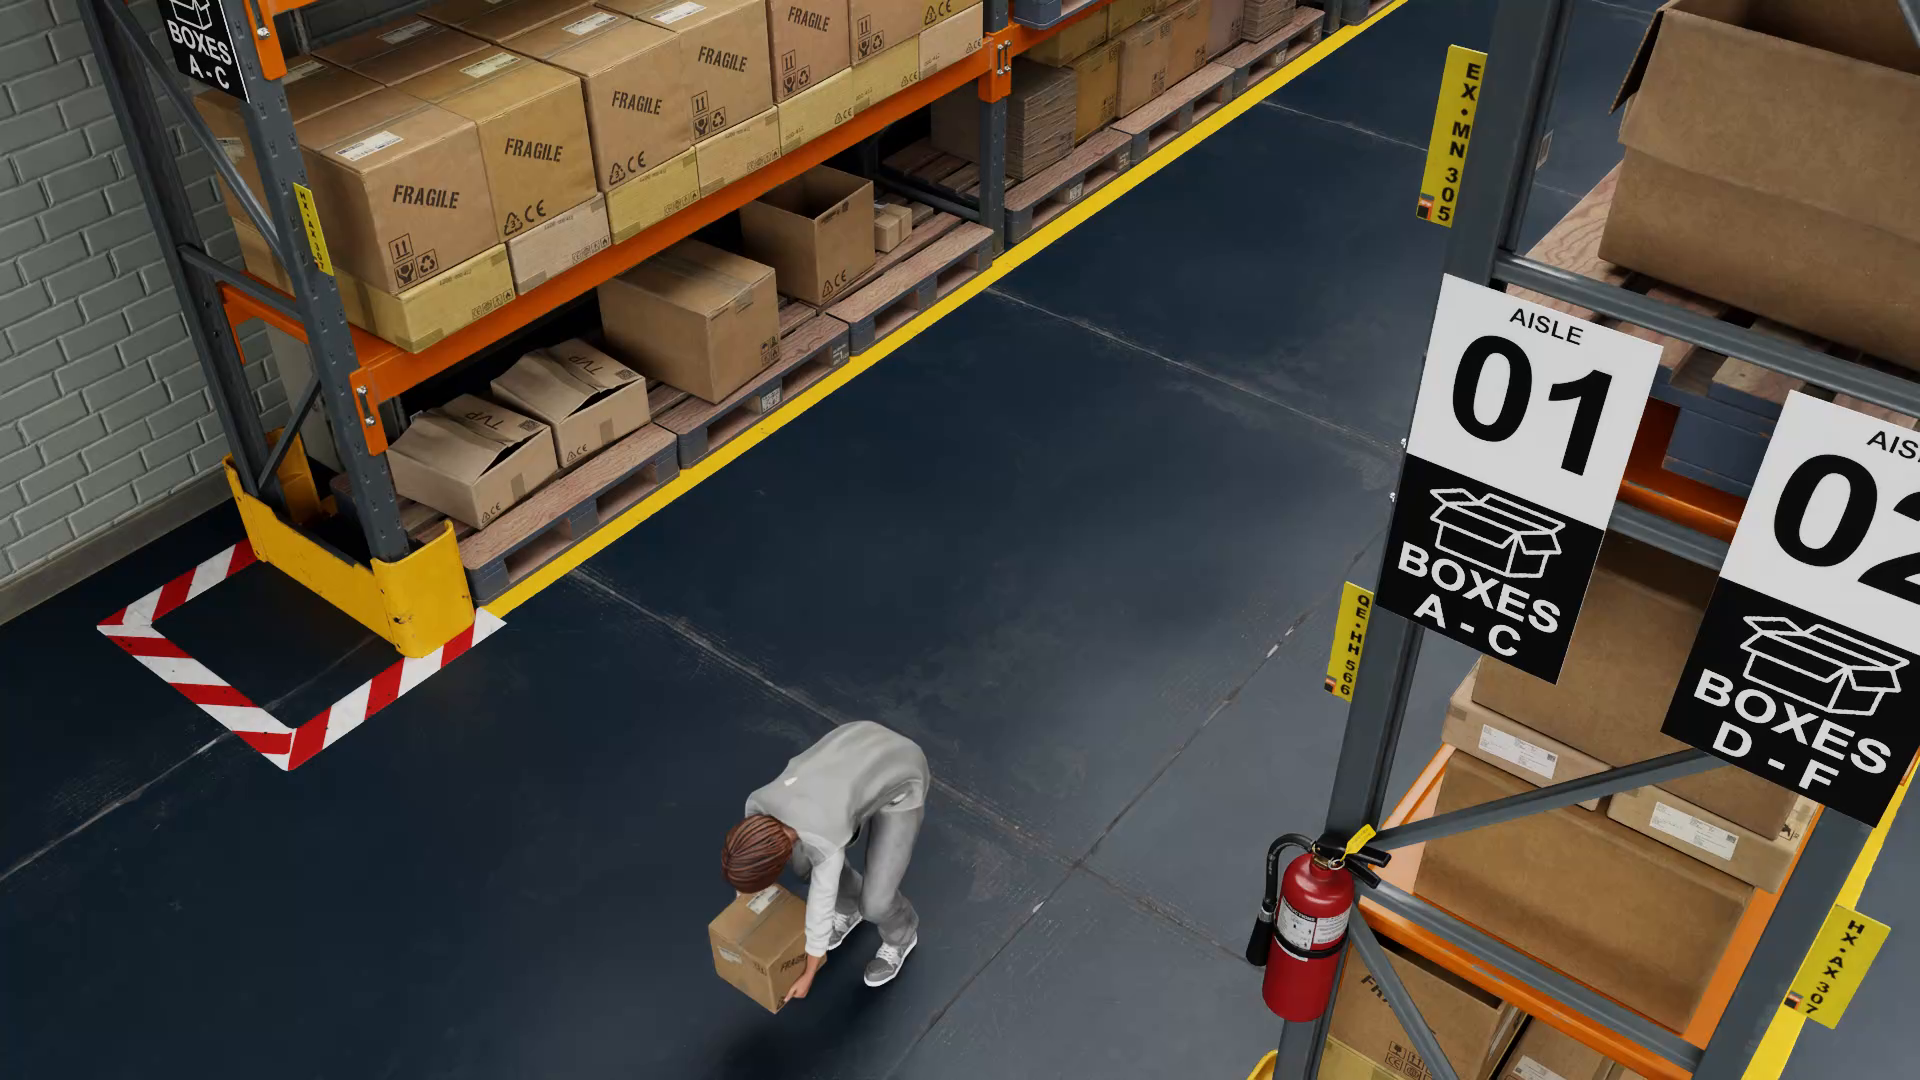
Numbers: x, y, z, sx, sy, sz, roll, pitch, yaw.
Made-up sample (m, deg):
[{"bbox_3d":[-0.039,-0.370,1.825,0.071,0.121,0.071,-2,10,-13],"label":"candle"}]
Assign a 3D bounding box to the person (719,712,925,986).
[{"bbox_3d":[-0.423,0.998,5.228,0.388,1.245,0.798,25,45,27],"label":"person"}]
